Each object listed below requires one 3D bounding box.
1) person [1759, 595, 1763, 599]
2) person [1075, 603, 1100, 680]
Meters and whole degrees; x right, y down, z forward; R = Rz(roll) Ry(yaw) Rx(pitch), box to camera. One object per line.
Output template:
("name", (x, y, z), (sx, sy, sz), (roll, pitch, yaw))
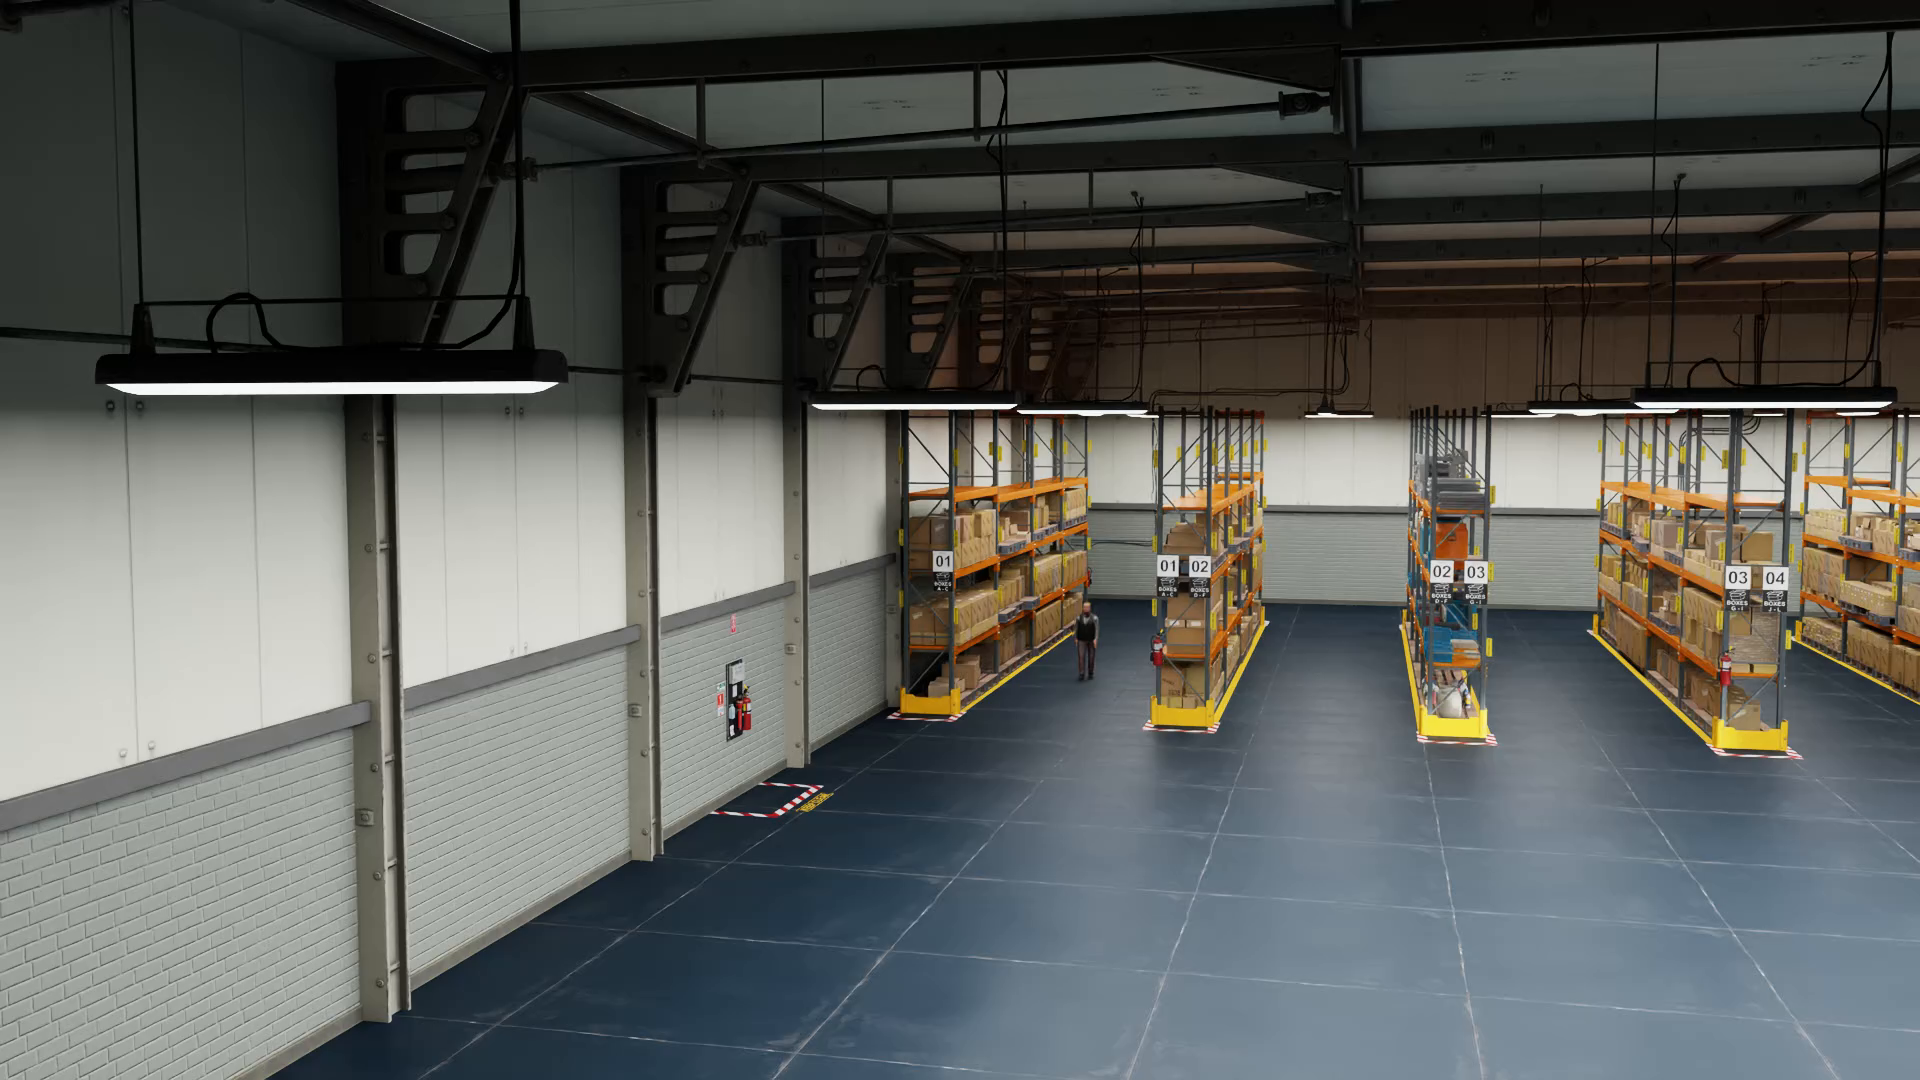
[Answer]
("person", (21.807, 1.651, 45.202), (0.591, 1.640, 0.524), (3, 5, 32))
("person", (2.823, 2.231, 36.828), (0.545, 1.661, 1.079), (0, 4, 5))
